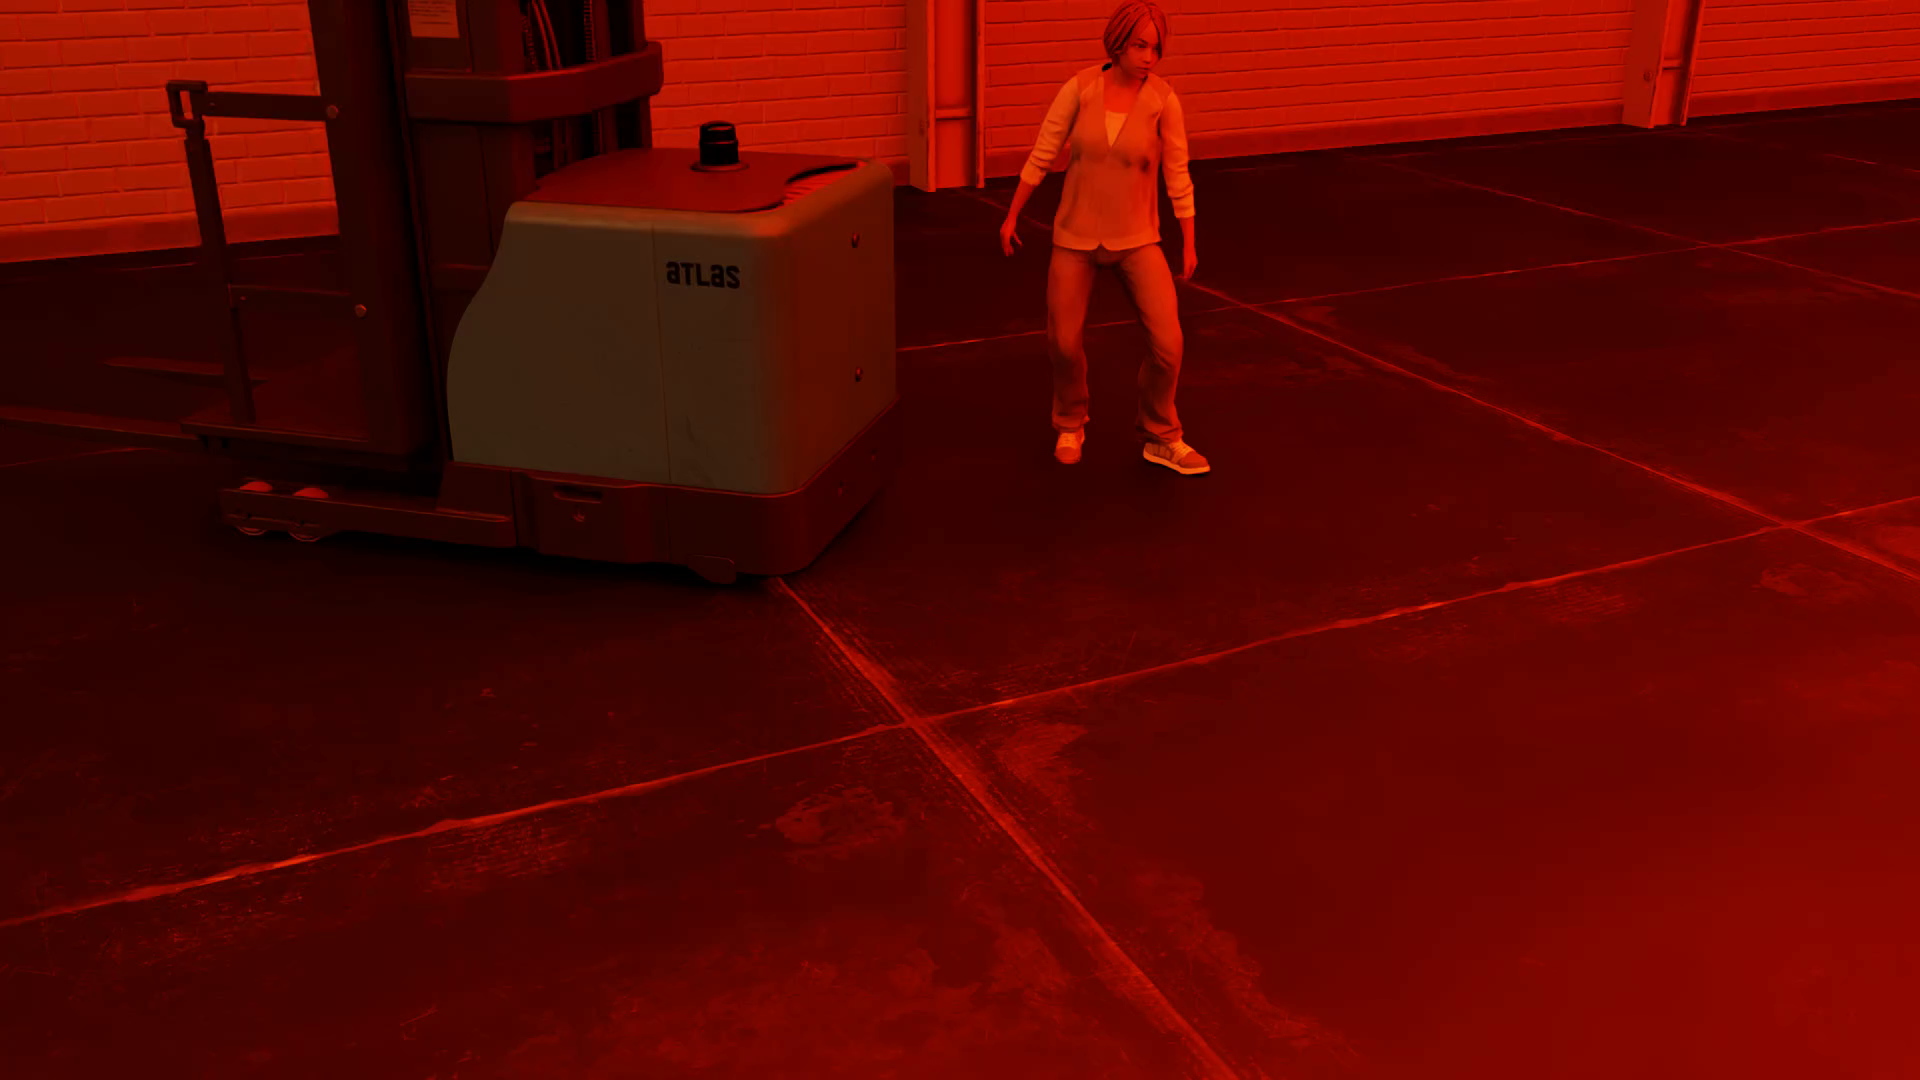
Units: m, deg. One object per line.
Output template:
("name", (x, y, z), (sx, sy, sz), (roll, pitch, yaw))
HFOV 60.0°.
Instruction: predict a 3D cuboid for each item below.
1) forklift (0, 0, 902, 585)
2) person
("forklift", (-1.768, -1.532, 4.974), (3.031, 2.935, 1.130), (6, 23, 15))
("person", (0.494, -0.971, 5.479), (0.745, 1.570, 0.414), (4, 23, 10))
